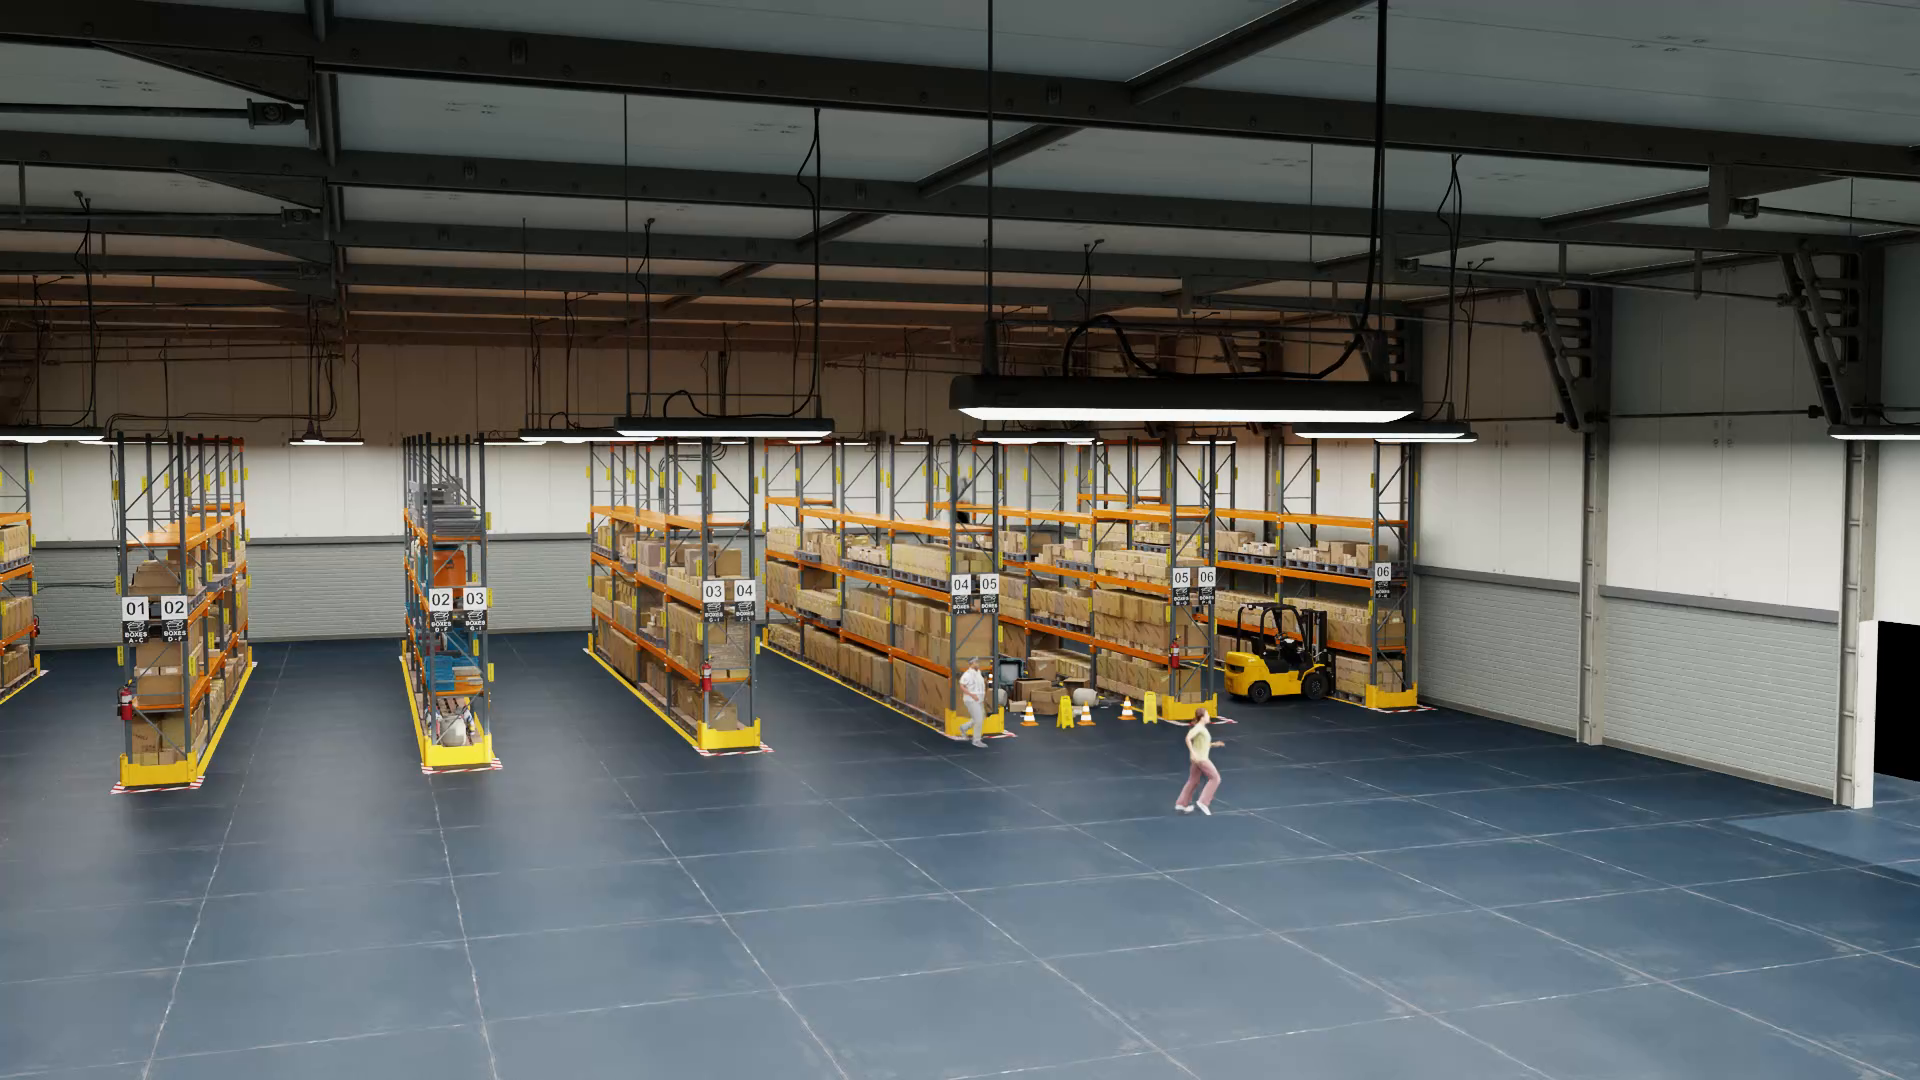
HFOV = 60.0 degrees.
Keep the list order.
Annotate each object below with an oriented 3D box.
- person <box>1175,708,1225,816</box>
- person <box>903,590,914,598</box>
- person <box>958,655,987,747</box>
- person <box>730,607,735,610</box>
[{"bbox_3d":[3.743,3.452,25.913,0.773,1.684,0.541,0,3,1],"label":"person"},{"bbox_3d":[-1.499,1.867,51.141,0.807,1.711,0.624,-1,3,-11],"label":"person"},{"bbox_3d":[0.229,3.085,32.013,0.683,1.775,0.699,2,4,27],"label":"person"},{"bbox_3d":[-6.158,2.360,45.882,0.616,1.658,0.543,-1,3,-19],"label":"person"}]
